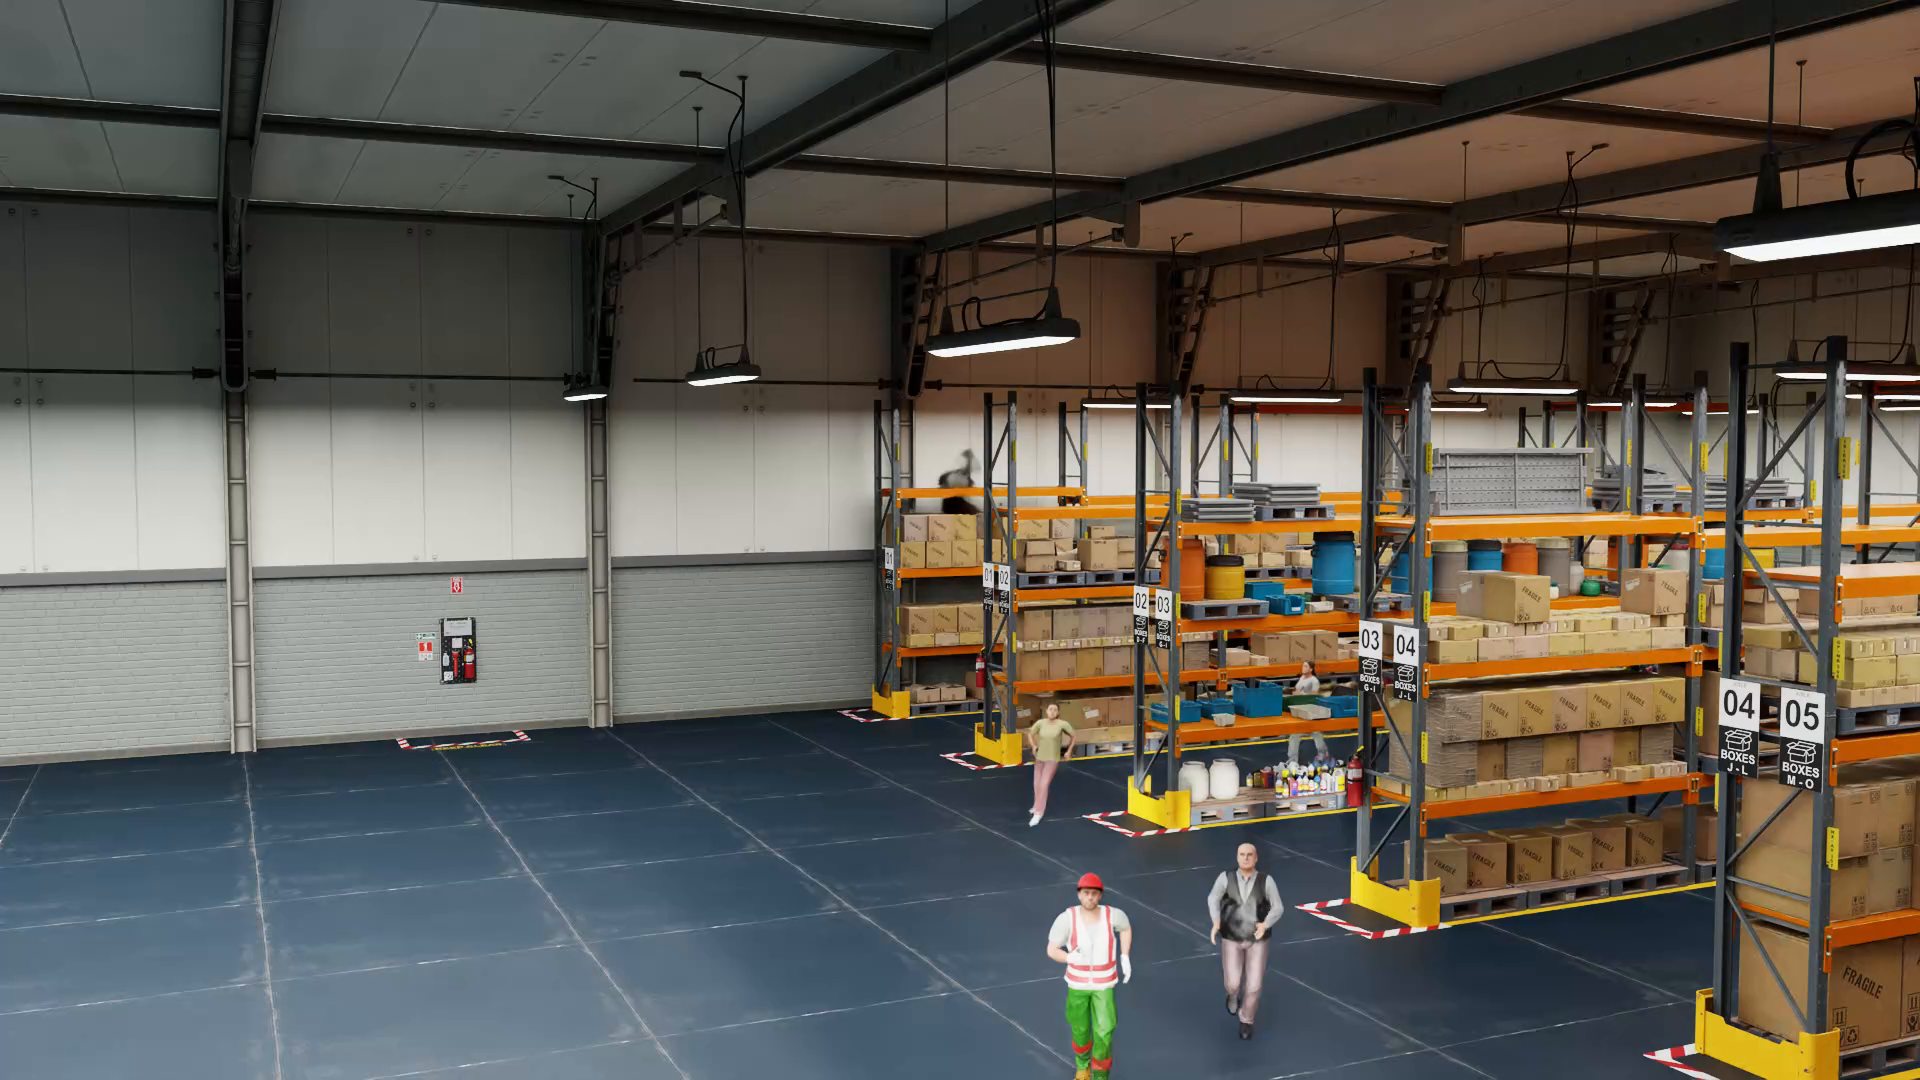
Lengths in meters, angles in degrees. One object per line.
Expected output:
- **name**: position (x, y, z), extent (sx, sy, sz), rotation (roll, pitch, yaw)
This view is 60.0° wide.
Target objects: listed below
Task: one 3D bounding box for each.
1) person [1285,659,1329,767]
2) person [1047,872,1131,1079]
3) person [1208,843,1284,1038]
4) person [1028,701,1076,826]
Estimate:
- **person**: position (5.574, 2.762, 26.680), extent (0.840, 1.710, 0.543), rotation (-2, 4, -35)
- **person**: position (1.007, 3.509, 12.979), extent (0.649, 1.860, 0.819), rotation (0, 3, 6)
- **person**: position (2.485, 3.488, 14.514), extent (0.662, 1.681, 0.575), rotation (1, 3, 11)
- **person**: position (1.216, 3.023, 22.692), extent (0.646, 1.686, 0.730), rotation (1, 4, 22)
